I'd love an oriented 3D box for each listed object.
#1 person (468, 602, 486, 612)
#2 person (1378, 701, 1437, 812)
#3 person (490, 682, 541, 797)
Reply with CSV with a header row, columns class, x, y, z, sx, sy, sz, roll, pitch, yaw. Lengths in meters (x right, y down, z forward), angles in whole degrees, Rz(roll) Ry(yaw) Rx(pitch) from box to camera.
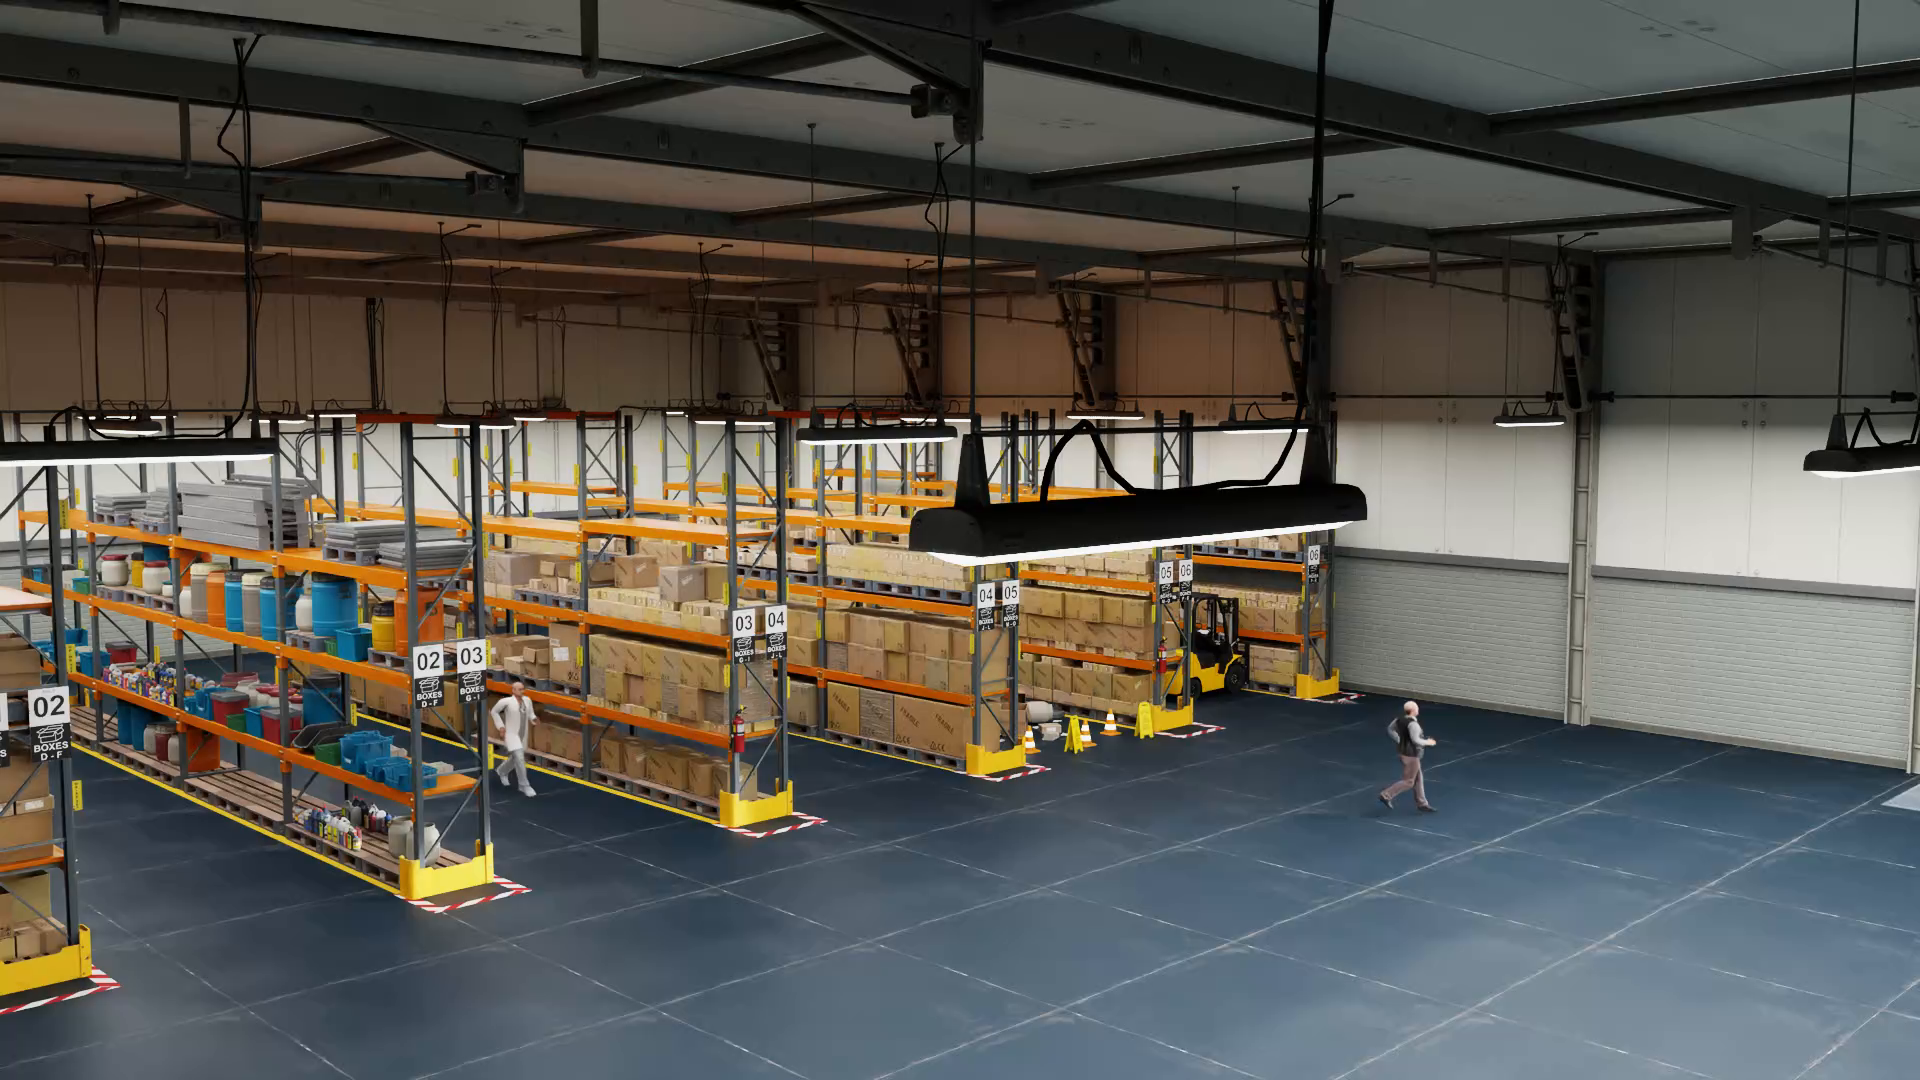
class,x,y,z,sx,sy,sz,roll,pitch,yaw
person,-11.781,2.087,40.013,0.740,1.604,0.691,3,6,32
person,6.768,3.285,25.073,0.965,1.721,0.667,0,5,-5
person,-7.109,3.140,26.545,1.036,1.792,0.662,3,6,35
